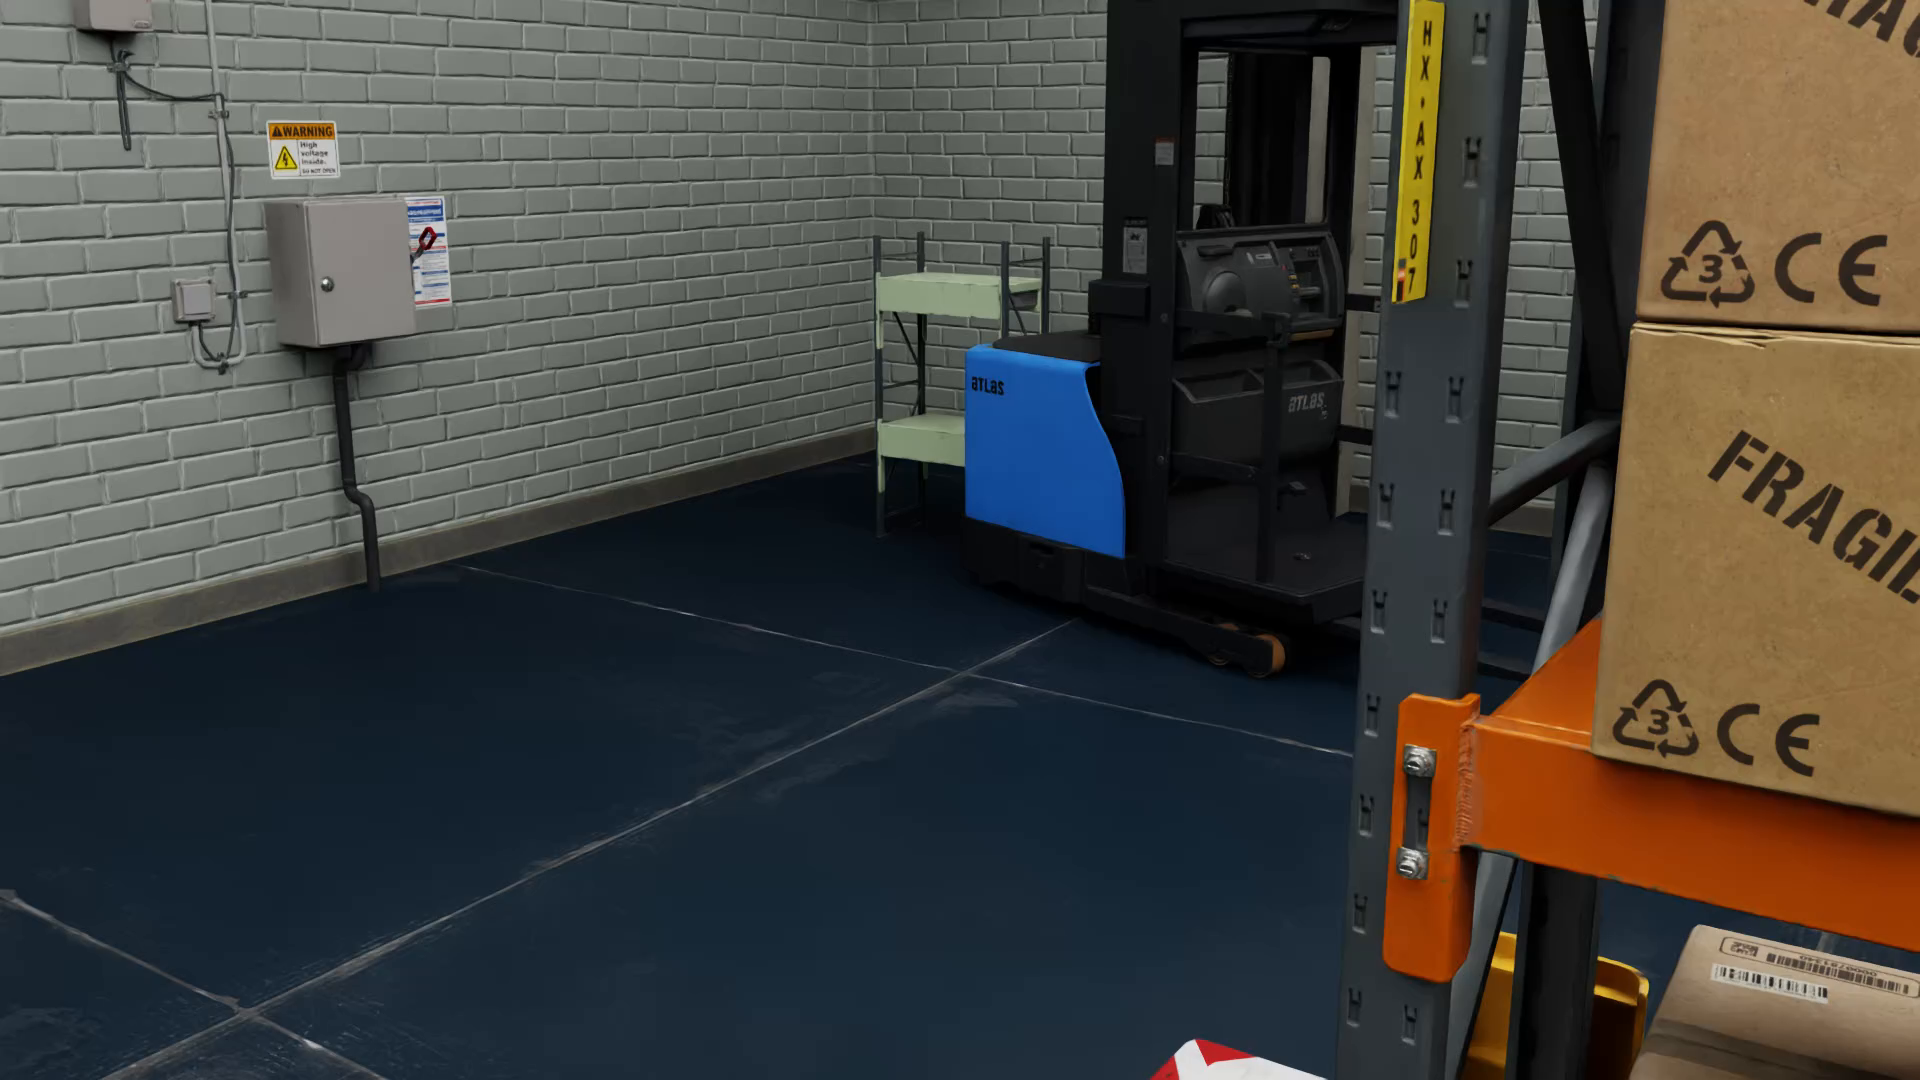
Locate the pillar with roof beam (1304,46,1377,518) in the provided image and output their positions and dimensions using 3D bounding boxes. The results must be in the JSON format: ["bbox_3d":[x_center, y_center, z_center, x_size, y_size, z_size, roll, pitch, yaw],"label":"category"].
[{"bbox_3d":[-0.543,-3.668,4.413,0.400,9.000,9.100,9,17,33],"label":"pillar with roof beam"}]

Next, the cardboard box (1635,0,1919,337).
[{"bbox_3d":[1.066,-0.495,1.793,0.500,0.500,0.500,9,16,32],"label":"cardboard box"}]

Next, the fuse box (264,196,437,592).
[{"bbox_3d":[-2.572,-0.608,7.219,0.414,1.711,0.539,9,17,33],"label":"fuse box"}]

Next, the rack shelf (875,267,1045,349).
[{"bbox_3d":[0.006,-1.106,8.046,0.720,0.370,0.431,9,17,33],"label":"rack shelf"}]

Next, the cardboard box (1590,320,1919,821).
[{"bbox_3d":[1.065,-0.010,1.911,0.500,0.500,0.500,9,17,32],"label":"cardboard box"}]

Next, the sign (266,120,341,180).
[{"bbox_3d":[-2.775,-1.651,7.032,0.001,0.242,0.339,9,17,33],"label":"sign"}]

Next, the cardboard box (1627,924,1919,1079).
[{"bbox_3d":[1.430,1.026,2.395,0.875,0.438,0.875,9,16,31],"label":"cardboard box"}]

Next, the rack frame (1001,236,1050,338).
[{"bbox_3d":[0.309,-0.678,7.941,0.023,1.500,0.400,9,17,33],"label":"rack frame"}]

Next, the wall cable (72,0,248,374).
[{"bbox_3d":[-3.083,-1.612,6.477,0.122,1.984,0.588,9,17,33],"label":"wall cable"}]

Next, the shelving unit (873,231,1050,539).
[{"bbox_3d":[0.006,-0.727,8.139,0.755,1.500,0.431,9,17,33],"label":"shelving unit"}]

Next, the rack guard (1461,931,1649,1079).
[{"bbox_3d":[0.807,1.127,2.728,0.348,0.500,1.175,9,17,33],"label":"rack guard"}]

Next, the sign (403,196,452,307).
[{"bbox_3d":[-2.468,-1.314,7.585,0.001,0.494,0.329,9,17,33],"label":"sign"}]

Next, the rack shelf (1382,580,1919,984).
[{"bbox_3d":[2.486,0.535,1.418,4.000,0.370,1.077,9,17,33],"label":"rack shelf"}]

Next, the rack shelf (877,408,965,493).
[{"bbox_3d":[0.006,-0.411,8.218,0.720,0.370,0.431,9,17,33],"label":"rack shelf"}]

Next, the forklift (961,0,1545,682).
[{"bbox_3d":[1.339,-1.041,6.430,1.130,2.935,3.031,-11,18,-39],"label":"forklift"}]

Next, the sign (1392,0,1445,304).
[{"bbox_3d":[0.512,-0.431,1.857,0.005,0.325,0.100,9,17,33],"label":"sign"}]

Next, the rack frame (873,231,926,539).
[{"bbox_3d":[-0.298,-0.776,8.338,0.023,1.500,0.400,9,17,33],"label":"rack frame"}]
